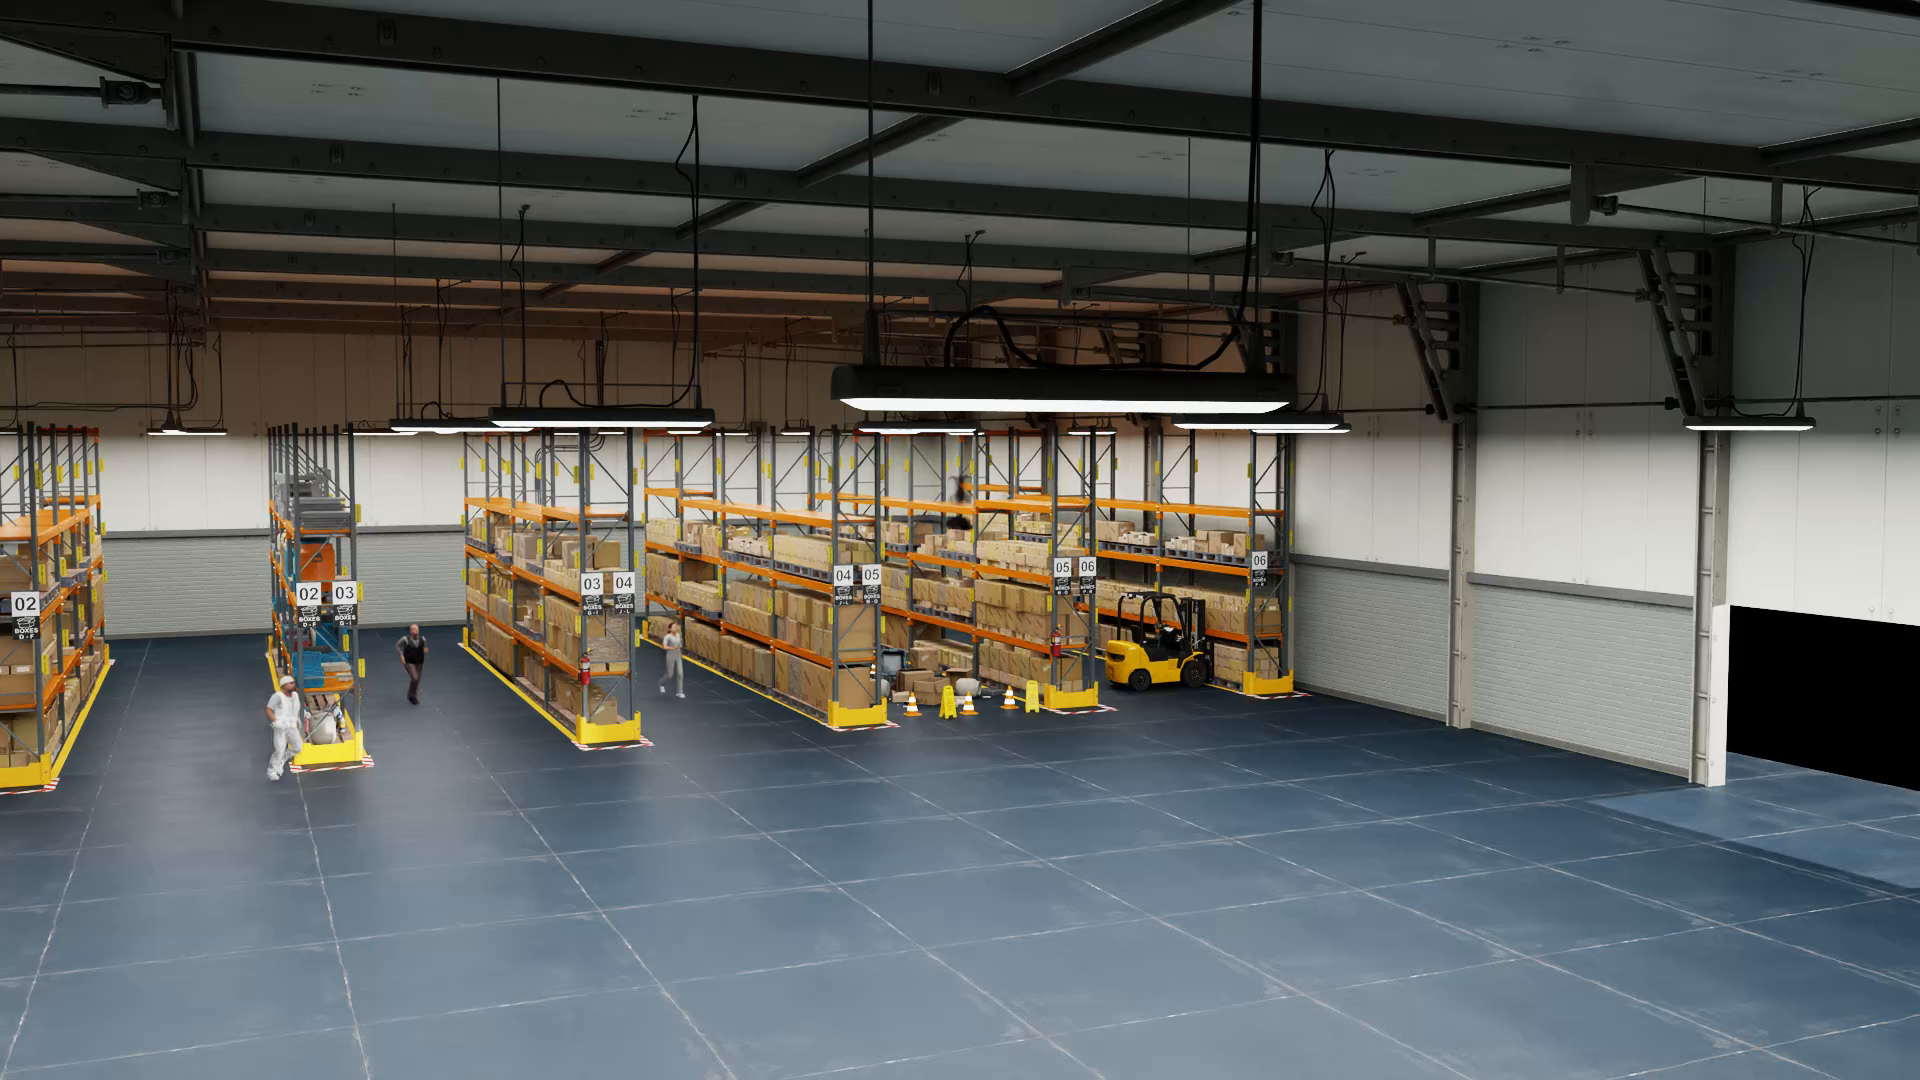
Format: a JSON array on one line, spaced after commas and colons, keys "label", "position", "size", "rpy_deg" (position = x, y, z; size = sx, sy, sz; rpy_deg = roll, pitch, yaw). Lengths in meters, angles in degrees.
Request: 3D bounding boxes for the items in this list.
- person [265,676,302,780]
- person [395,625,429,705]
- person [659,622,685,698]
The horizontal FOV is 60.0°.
[{"label": "person", "position": [-11.329, 3.148, 28.032], "size": [0.518, 1.714, 0.743], "rpy_deg": [2, 4, 28]}, {"label": "person", "position": [-11.766, 2.695, 35.825], "size": [0.657, 1.754, 0.797], "rpy_deg": [-3, 5, -43]}, {"label": "person", "position": [-6.349, 2.628, 36.727], "size": [0.581, 1.655, 0.904], "rpy_deg": [-3, 5, -44]}]
